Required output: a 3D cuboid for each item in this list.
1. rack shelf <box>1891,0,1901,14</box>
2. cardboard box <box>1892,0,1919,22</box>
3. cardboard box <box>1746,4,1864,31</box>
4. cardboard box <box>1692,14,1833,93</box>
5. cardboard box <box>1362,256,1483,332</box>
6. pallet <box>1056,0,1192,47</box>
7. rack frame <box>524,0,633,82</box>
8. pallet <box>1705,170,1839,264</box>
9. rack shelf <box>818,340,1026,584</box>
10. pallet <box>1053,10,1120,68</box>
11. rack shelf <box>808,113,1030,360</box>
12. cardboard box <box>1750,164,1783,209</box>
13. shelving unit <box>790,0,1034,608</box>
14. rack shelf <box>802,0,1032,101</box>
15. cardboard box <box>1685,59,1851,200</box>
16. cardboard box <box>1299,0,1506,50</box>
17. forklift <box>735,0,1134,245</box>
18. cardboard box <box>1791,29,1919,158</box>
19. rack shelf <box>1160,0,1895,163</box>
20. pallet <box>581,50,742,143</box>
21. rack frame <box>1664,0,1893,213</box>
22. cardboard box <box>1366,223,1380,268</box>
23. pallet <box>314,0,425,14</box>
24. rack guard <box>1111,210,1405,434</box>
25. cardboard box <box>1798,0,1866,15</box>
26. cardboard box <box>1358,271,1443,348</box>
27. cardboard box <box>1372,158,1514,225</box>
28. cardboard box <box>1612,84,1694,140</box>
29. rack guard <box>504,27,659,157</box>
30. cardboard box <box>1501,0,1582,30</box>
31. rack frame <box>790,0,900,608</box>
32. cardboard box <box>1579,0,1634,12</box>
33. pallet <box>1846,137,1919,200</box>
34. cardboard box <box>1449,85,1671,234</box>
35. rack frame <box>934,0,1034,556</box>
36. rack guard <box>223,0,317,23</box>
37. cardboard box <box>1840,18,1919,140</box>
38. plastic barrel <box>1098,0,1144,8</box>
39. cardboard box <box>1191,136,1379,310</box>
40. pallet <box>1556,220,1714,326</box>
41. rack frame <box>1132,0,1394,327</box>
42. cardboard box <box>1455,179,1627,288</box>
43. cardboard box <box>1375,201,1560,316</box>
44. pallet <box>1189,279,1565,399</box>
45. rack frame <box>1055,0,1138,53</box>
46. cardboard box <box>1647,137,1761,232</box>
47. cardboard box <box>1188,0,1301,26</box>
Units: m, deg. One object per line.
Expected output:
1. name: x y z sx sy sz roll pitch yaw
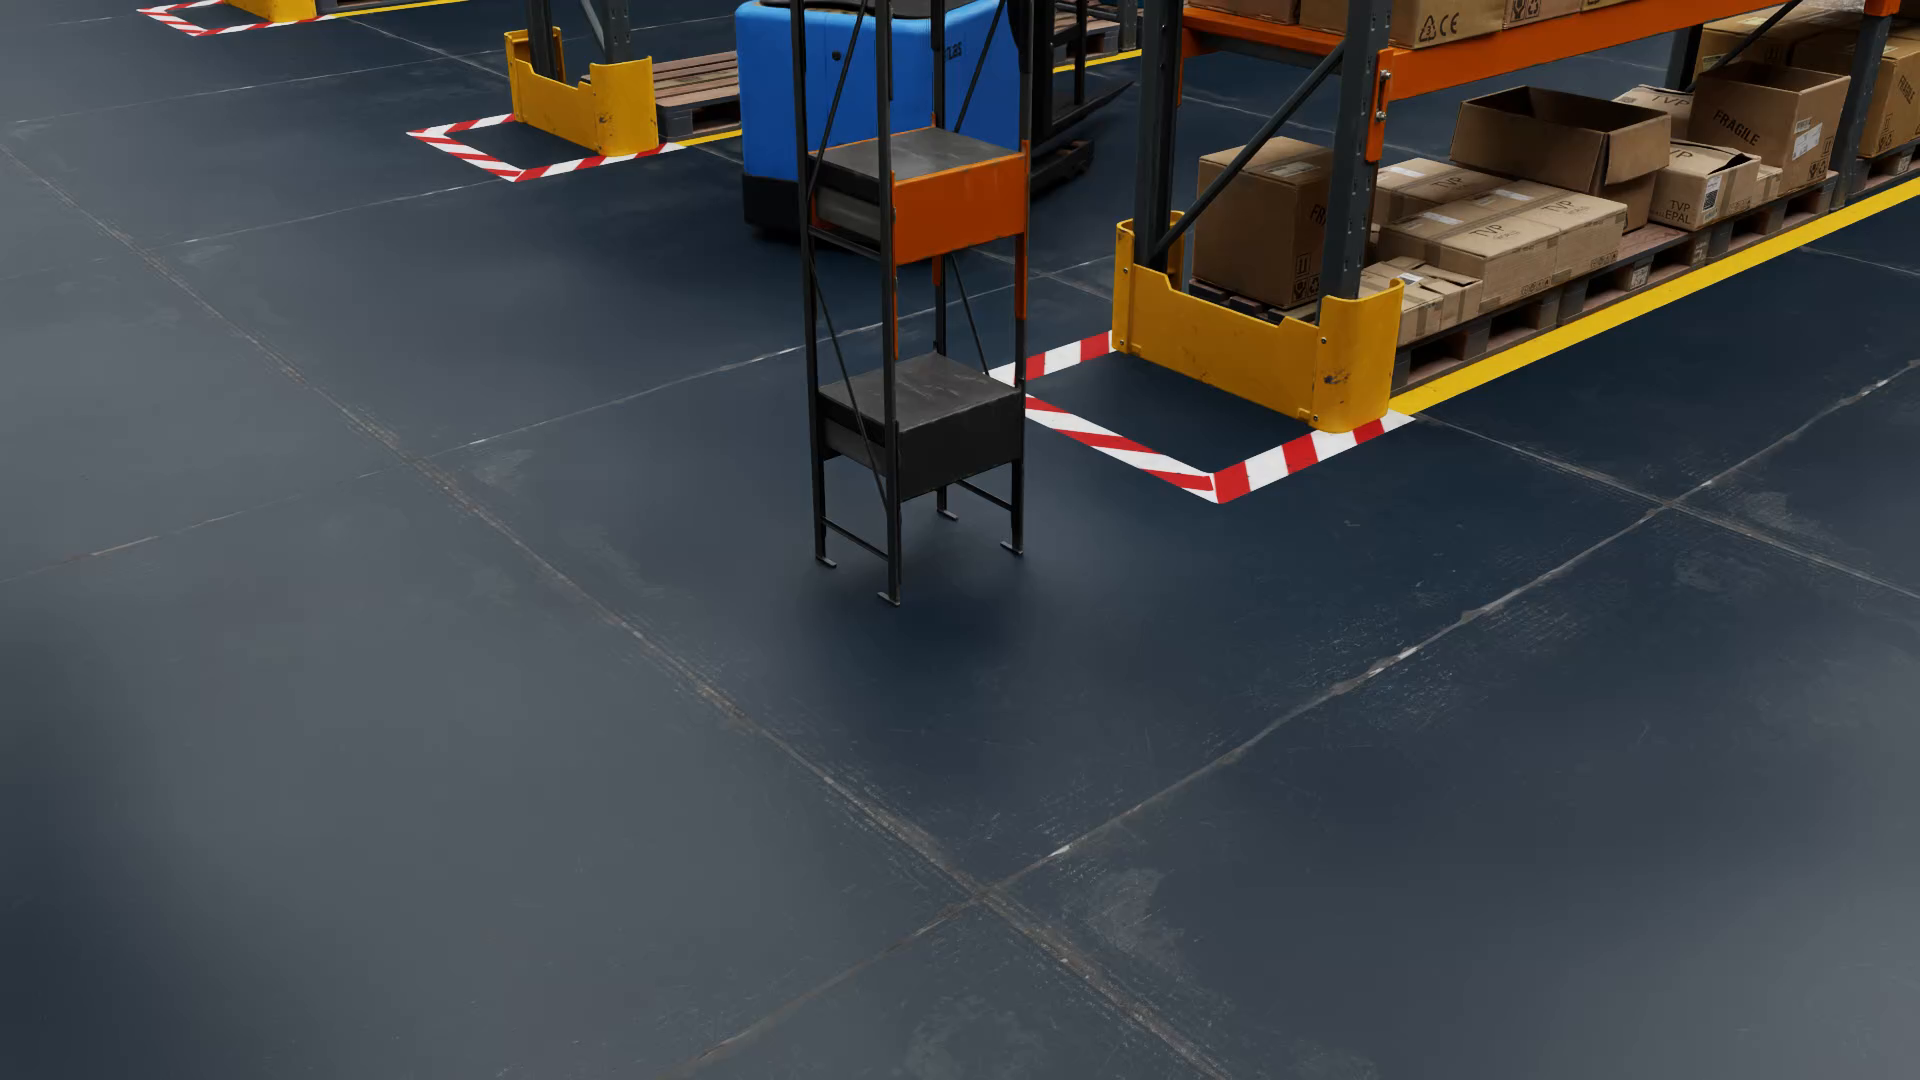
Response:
1. rack shelf: 5.601 -3.448 9.283 4.000 0.370 1.077 -22 35 -35
2. cardboard box: 5.367 -2.943 8.963 0.500 0.250 0.500 -22 35 -35
3. cardboard box: 4.651 -2.647 9.206 0.500 0.500 0.500 -22 35 -35
4. cardboard box: 4.269 -2.499 8.929 0.500 0.500 0.500 -22 35 -35
5. cardboard box: 1.769 -0.956 6.395 0.250 0.166 0.380 -22 35 -35
6. pallet: 1.482 -3.922 12.365 1.213 0.211 1.003 -22 35 -35
7. rack frame: -2.175 -3.707 9.005 0.127 3.000 1.000 -22 35 -35
8. pallet: 3.557 -1.714 8.234 1.213 0.211 1.003 -22 35 -35
9. rack shelf: -0.126 -0.246 4.997 0.480 0.518 0.431 -22 35 -35
10. pallet: 0.334 -3.462 11.505 1.213 0.211 1.003 -22 35 -35
11. rack shelf: -0.126 -0.863 4.667 0.480 0.518 0.431 -22 35 -35
12. cardboard box: 3.584 -1.678 7.766 0.250 0.149 0.380 -22 35 -35
13. shelving unit: -0.126 -0.875 4.660 0.503 2.100 0.431 -22 35 -35
14. rack shelf: -0.126 -1.481 4.337 0.480 0.518 0.431 -22 35 -35
15. cardboard box: 3.831 -1.969 7.938 0.500 0.500 0.500 -22 35 -35
16. cardboard box: 1.546 -2.015 5.733 0.500 0.500 0.500 -21 35 -34
17. forklift: 0.070 -3.275 8.268 1.130 2.935 3.031 13 31 23
18. cardboard box: 4.606 -2.306 8.568 0.500 0.500 0.500 -24 36 -37
19. rack shelf: 2.558 -2.225 6.993 4.000 0.370 1.077 -22 35 -35
20. pallet: -1.523 -2.716 10.108 1.213 0.211 1.003 -22 35 -35
21. rack frame: 4.080 -3.154 7.969 0.127 3.000 1.000 -22 35 -35
22. cardboard box: 1.657 -1.221 6.891 0.250 0.166 0.380 -22 35 -35
23. pallet: -4.832 -4.526 13.495 1.213 0.211 1.003 -22 35 -35
24. rack guard: 1.095 -0.851 6.312 0.348 0.500 1.175 -22 35 -35
25. cardboard box: 5.033 -2.800 9.493 0.500 0.500 0.500 -21 35 -34
26. cardboard box: 1.579 -0.872 6.256 0.250 0.149 0.380 -22 35 -35
27. cardboard box: 2.033 -1.446 7.224 0.500 0.250 0.500 -22 35 -35
28. cardboard box: 3.620 -2.111 8.404 0.500 0.311 0.500 -22 35 -35
29. rack guard: -2.185 -2.593 9.571 0.348 0.500 1.175 -22 35 -35
30. cardboard box: 1.935 -2.175 6.031 0.500 0.500 0.500 -22 35 -35
31. rack frame: -0.312 -0.801 4.521 0.015 2.100 0.400 -22 35 -35
32. cardboard box: 2.318 -2.328 6.317 0.500 0.500 0.500 -22 35 -35
33. pallet: 4.674 -2.186 9.117 1.213 0.211 1.003 -22 35 -35
34. cardboard box: 2.654 -1.670 7.375 0.637 0.503 0.797 -22 35 -35
35. rack frame: 0.060 -0.950 4.800 0.015 2.100 0.400 -22 35 -35
36. rack guard: -5.408 -4.373 12.903 0.348 0.500 1.175 -22 35 -35
37. cardboard box: 5.005 -2.473 8.880 0.500 0.500 0.500 -21 35 -34
38. plastic barrel: 1.293 -4.351 11.990 0.708 0.901 0.600 -22 35 -35
39. cardboard box: 1.291 -1.276 6.641 0.500 0.500 0.500 -22 35 -35
40. pallet: 2.628 -1.339 7.532 1.213 0.211 1.003 -22 35 -35
41. rack frame: 1.037 -1.930 5.679 0.127 3.000 1.000 -22 35 -35
42. cardboard box: 2.395 -1.282 6.917 0.500 0.250 0.500 -22 35 -35
43. cardboard box: 2.015 -1.129 6.631 0.500 0.250 0.500 -22 35 -35
44. pallet: 1.701 -0.968 6.837 1.213 0.211 1.003 -22 35 -35
45. rack frame: 0.868 -4.931 11.294 0.127 3.000 1.000 -22 35 -35
46. cardboard box: 3.260 -1.656 7.553 0.500 0.311 0.500 -22 35 -35
47. cardboard box: 1.201 -2.209 6.094 0.500 0.500 0.500 -21 34 -33
